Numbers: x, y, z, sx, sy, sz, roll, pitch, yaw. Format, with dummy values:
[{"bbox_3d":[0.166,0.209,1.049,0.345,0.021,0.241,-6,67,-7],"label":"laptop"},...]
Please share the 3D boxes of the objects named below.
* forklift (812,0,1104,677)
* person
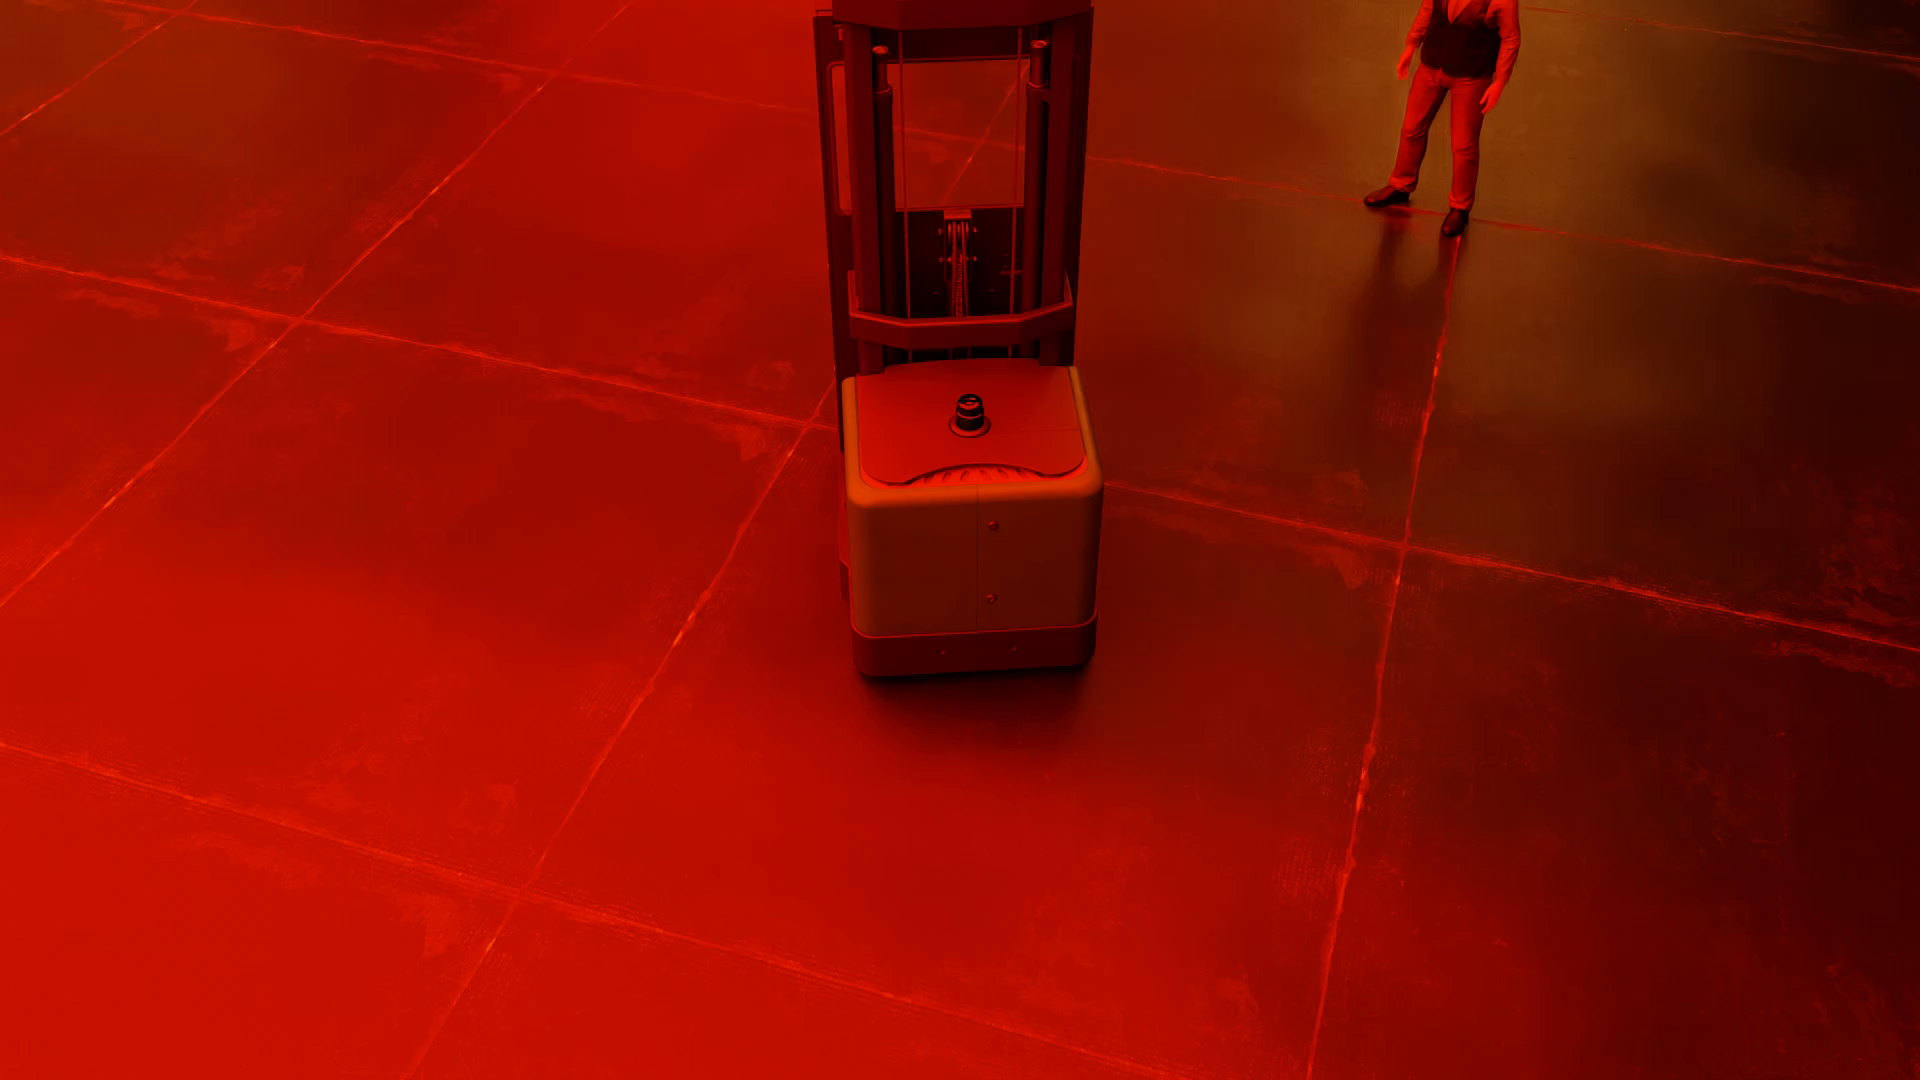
[{"bbox_3d":[-0.048,-1.486,7.287,1.130,2.935,3.031,-3,43,-3],"label":"forklift"},{"bbox_3d":[2.779,-2.625,9.402,0.451,1.726,0.649,-34,52,-31],"label":"person"}]
